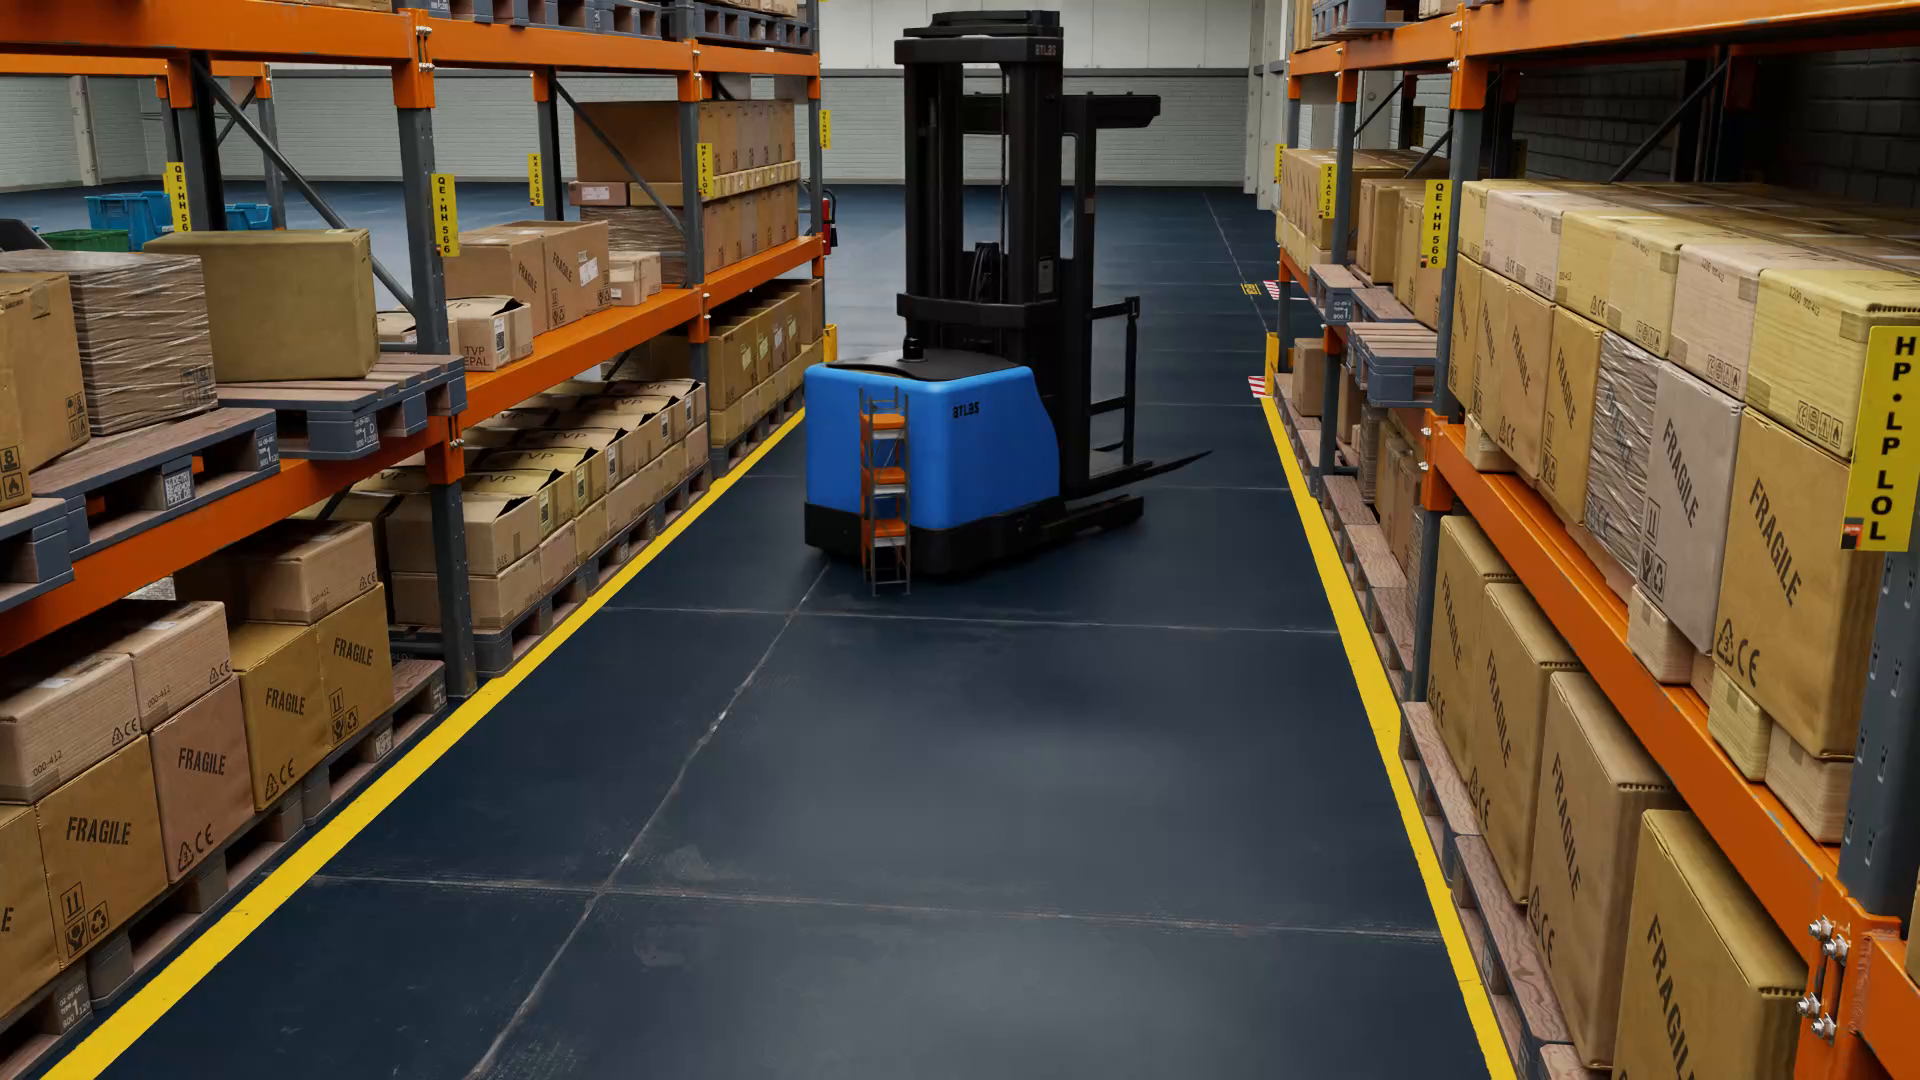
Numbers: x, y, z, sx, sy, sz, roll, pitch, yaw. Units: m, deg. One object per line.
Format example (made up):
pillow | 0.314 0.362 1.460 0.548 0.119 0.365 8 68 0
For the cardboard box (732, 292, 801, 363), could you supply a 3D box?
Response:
cardboard box | -1.561 -1.695 13.209 0.500 0.500 0.500 2 15 6

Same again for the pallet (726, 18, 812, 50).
pallet | -1.803 -4.088 13.455 1.003 0.211 1.213 2 15 6

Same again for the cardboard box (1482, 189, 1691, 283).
cardboard box | 1.955 -0.959 5.226 0.500 0.250 0.500 1 15 5

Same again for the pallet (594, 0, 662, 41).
pallet | -2.236 -2.954 9.460 0.805 0.209 1.217 1 15 4

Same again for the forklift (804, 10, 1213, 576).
forklift | 0.457 -1.548 9.771 1.130 2.935 3.031 12 19 38

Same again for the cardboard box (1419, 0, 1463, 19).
cardboard box | 2.135 -2.254 6.639 0.500 0.311 0.500 2 15 6

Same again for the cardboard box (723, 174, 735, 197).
cardboard box | -1.812 -2.518 11.793 0.380 0.149 0.250 1 15 4

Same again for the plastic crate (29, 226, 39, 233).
plastic crate | -7.215 -2.198 12.328 0.499 0.251 0.616 2 15 6

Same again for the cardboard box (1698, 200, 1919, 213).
cardboard box | 2.406 -0.816 4.698 0.500 0.250 0.500 1 15 5

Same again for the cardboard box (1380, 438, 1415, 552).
cardboard box | 2.601 -0.230 8.713 0.700 0.500 0.500 2 15 7

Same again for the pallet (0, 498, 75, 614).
pallet | -2.853 0.136 3.780 1.003 0.211 1.213 2 15 6

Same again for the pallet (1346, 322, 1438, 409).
pallet | 2.297 -0.741 7.022 1.213 0.211 1.003 2 15 6

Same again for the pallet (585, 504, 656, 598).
pallet | -2.328 0.028 9.154 1.003 0.211 1.213 2 15 6

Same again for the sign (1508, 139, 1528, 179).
sign | 3.325 -2.226 9.930 0.100 0.325 0.005 2 15 6

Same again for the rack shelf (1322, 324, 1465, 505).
rack shelf | 2.548 -0.817 8.314 1.077 0.370 4.000 2 15 6

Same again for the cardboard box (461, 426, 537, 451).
cardboard box | -2.615 -0.475 9.061 0.500 0.311 0.500 2 15 8

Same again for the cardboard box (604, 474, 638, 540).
cardboard box | -2.083 -0.191 9.085 0.500 0.250 0.500 2 15 7

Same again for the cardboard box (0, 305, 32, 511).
cardboard box | -2.761 -0.300 4.029 0.700 0.500 0.500 4 16 15

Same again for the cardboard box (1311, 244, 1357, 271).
cardboard box | 2.526 -1.752 10.642 0.500 0.250 0.500 2 15 6

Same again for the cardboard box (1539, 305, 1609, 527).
cardboard box | 1.837 -0.329 4.331 0.500 0.500 0.500 2 15 8

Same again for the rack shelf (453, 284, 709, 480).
rack shelf | -2.375 -0.962 8.850 1.077 0.370 4.000 2 15 6

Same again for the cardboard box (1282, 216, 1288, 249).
cardboard box | 2.810 -2.405 13.059 0.500 0.250 0.500 1 15 5

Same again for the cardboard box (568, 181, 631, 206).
cardboard box | -2.331 -2.266 10.861 0.380 0.149 0.250 2 15 6

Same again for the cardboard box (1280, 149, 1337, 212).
cardboard box | 2.872 -2.904 13.469 0.500 0.500 0.500 2 15 6

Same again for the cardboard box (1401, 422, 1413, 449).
cardboard box | 2.606 -0.610 8.679 0.500 0.250 0.500 1 15 5

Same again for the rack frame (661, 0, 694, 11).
rack frame | -2.149 -4.724 9.891 1.000 3.000 0.127 2 15 6

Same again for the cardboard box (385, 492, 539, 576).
cardboard box | -2.249 -0.063 7.539 0.500 0.311 0.500 2 15 8

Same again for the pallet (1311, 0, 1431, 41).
pallet | 2.598 -2.883 9.191 1.213 0.211 1.003 2 15 6

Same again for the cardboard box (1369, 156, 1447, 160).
cardboard box | 3.205 -2.496 11.958 0.500 0.500 0.500 2 15 7

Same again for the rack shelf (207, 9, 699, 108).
rack shelf | -2.375 -2.410 8.458 1.077 0.370 4.000 2 15 6

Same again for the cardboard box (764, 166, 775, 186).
cardboard box | -1.668 -2.854 13.036 0.380 0.149 0.250 2 15 8

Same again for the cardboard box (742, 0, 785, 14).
cardboard box | -1.628 -4.090 12.391 0.500 0.311 0.500 4 16 13

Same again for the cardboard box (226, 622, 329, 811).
cardboard box | -2.531 0.588 5.687 0.500 0.500 0.500 1 15 4

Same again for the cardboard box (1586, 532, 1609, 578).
cardboard box | 1.856 0.011 4.317 0.380 0.149 0.250 2 15 8

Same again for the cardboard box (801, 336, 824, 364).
cardboard box | -1.465 -1.593 14.268 0.500 0.250 0.500 2 15 6

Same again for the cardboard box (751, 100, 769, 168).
cardboard box | -1.879 -3.138 12.843 0.700 0.500 0.500 2 15 6

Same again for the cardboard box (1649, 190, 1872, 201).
cardboard box | 2.467 -0.949 5.189 0.500 0.250 0.500 1 15 4

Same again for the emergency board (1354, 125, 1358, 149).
emergency board | 4.999 -4.709 21.330 0.194 1.169 0.643 2 15 6

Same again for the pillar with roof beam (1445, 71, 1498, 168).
pillar with roof beam | -0.272 -5.536 12.895 9.100 9.000 0.400 2 15 6

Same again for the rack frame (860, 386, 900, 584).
rack frame | -0.418 -0.281 8.690 0.200 1.050 0.008 -4 16 -14

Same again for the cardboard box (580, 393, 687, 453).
cardboard box | -1.962 -0.725 9.986 0.500 0.311 0.500 2 15 8

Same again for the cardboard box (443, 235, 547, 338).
cardboard box | -2.427 -1.274 8.436 0.500 0.500 0.500 1 15 3

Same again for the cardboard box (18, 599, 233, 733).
cardboard box | -2.586 0.372 5.050 0.500 0.250 0.500 1 15 5

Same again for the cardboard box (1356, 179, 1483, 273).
cardboard box | 2.682 -1.812 9.583 0.700 0.500 0.500 2 15 6

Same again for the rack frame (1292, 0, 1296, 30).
rack frame | 3.225 -5.616 13.192 1.000 3.000 0.127 2 15 6

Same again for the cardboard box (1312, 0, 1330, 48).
cardboard box | 2.679 -3.602 11.262 0.500 0.500 0.500 1 15 4

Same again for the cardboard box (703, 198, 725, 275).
cardboard box | -2.052 -2.128 11.594 0.700 0.500 0.500 2 15 6

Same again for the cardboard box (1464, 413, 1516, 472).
cardboard box | 1.904 -0.323 5.555 0.380 0.149 0.250 2 15 8

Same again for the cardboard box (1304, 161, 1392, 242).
cardboard box | 2.570 -2.243 11.024 0.500 0.500 0.500 2 15 6

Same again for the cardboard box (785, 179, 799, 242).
cardboard box | -1.763 -2.793 14.051 0.700 0.500 0.500 2 15 6

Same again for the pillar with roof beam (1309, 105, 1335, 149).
pillar with roof beam | 1.082 -8.648 24.405 9.100 9.000 0.400 2 15 6

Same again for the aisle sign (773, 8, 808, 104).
aisle sign | -1.398 -4.128 14.203 0.394 0.787 0.004 2 15 6

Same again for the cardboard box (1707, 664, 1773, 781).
cardboard box | 1.633 0.342 3.095 0.380 0.149 0.250 2 15 7

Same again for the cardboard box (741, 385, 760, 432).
cardboard box | -1.734 -0.944 11.869 0.500 0.250 0.500 2 15 6

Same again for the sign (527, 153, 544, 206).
sign | -2.701 -2.300 10.610 0.100 0.325 0.005 2 15 6

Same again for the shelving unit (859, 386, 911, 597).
shelving unit | -0.387 -0.250 8.576 0.215 1.050 0.252 -4 16 -14

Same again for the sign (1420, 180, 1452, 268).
sign | 1.782 -1.179 6.211 0.100 0.325 0.005 2 15 6
